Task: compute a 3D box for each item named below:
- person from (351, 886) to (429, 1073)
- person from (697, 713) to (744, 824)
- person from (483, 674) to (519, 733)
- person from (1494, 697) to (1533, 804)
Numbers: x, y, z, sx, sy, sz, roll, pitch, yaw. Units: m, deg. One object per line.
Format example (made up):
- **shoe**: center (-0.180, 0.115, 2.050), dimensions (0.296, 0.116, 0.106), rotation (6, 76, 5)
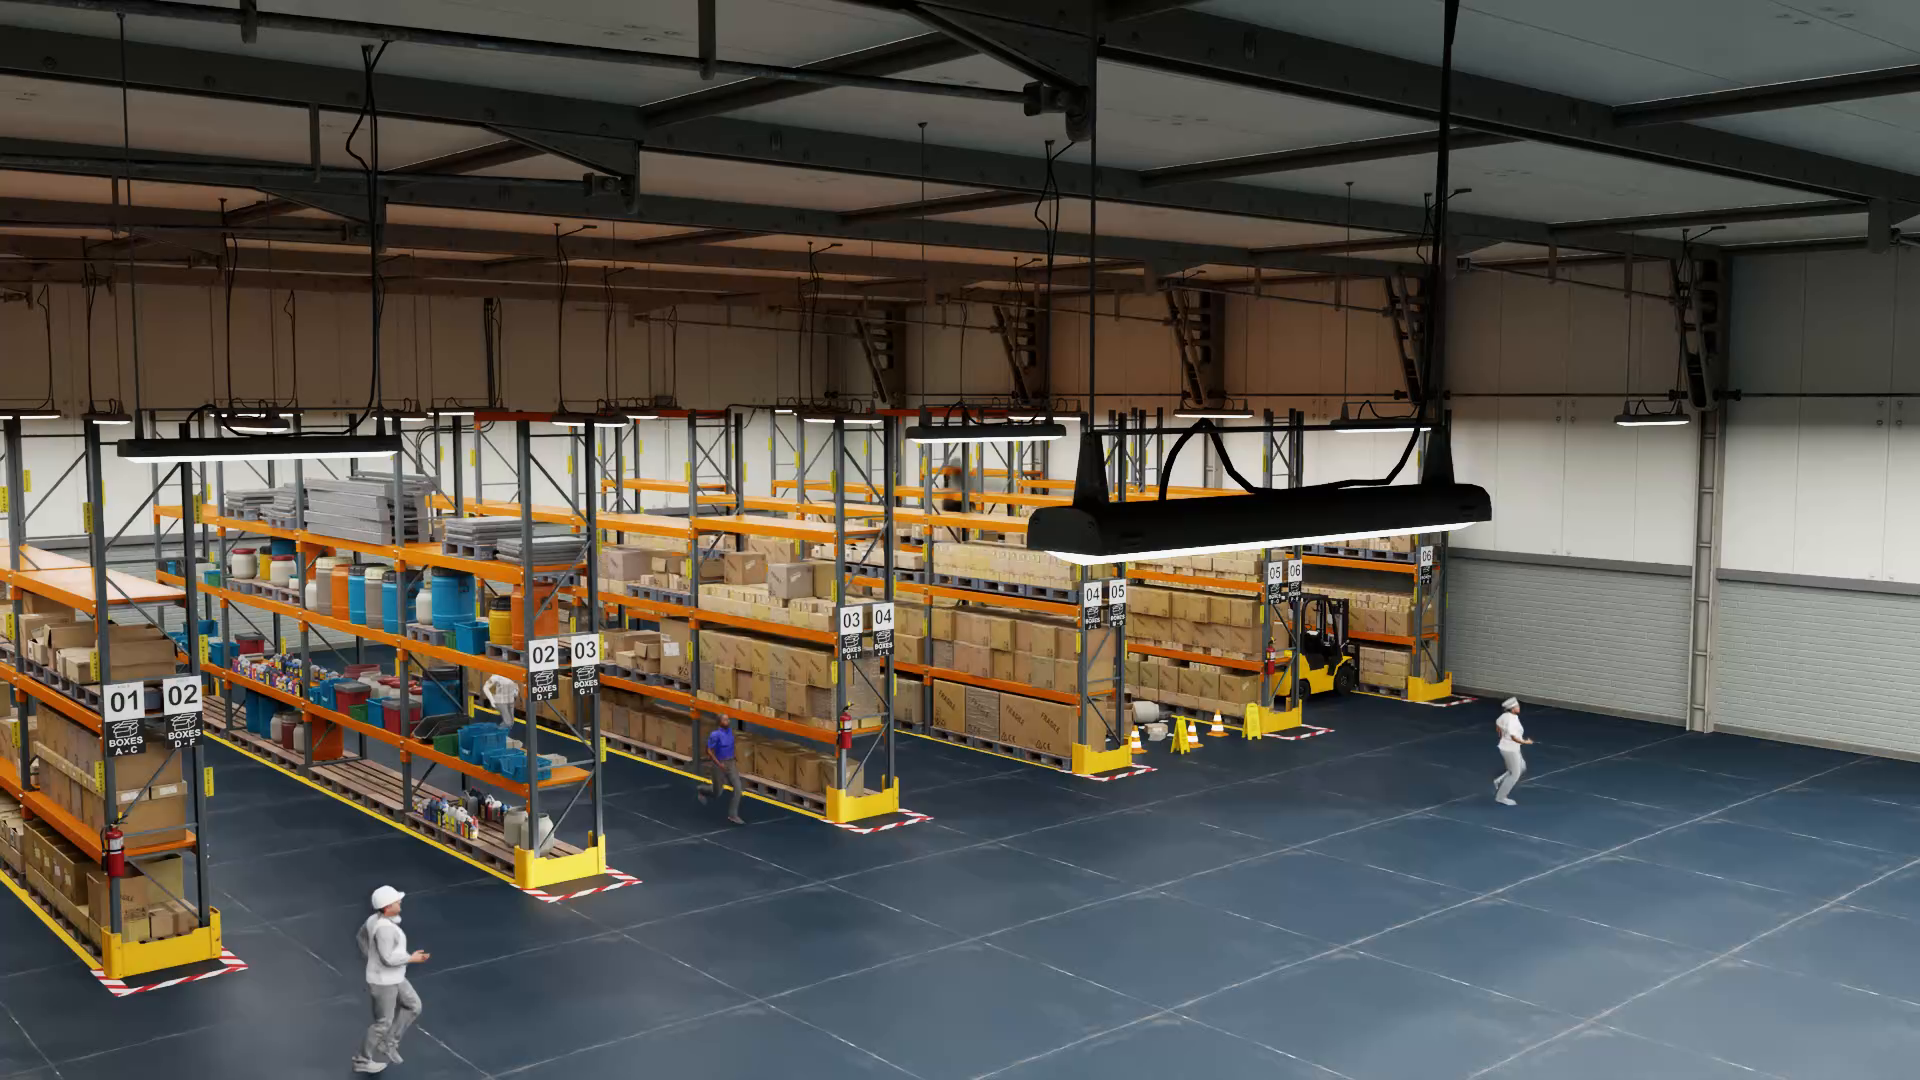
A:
- **person**: center (-5.321, 4.092, 15.510), dimensions (0.721, 1.770, 0.625), rotation (-2, 5, -17)
- **person**: center (-3.546, 3.377, 24.762), dimensions (0.870, 1.632, 0.568), rotation (4, 7, 41)
- **person**: center (-8.062, 2.905, 29.531), dimensions (0.562, 1.657, 0.599), rotation (4, 6, 39)
- **person**: center (8.560, 3.243, 25.689), dimensions (0.528, 1.671, 0.624), rotation (1, 5, 7)
